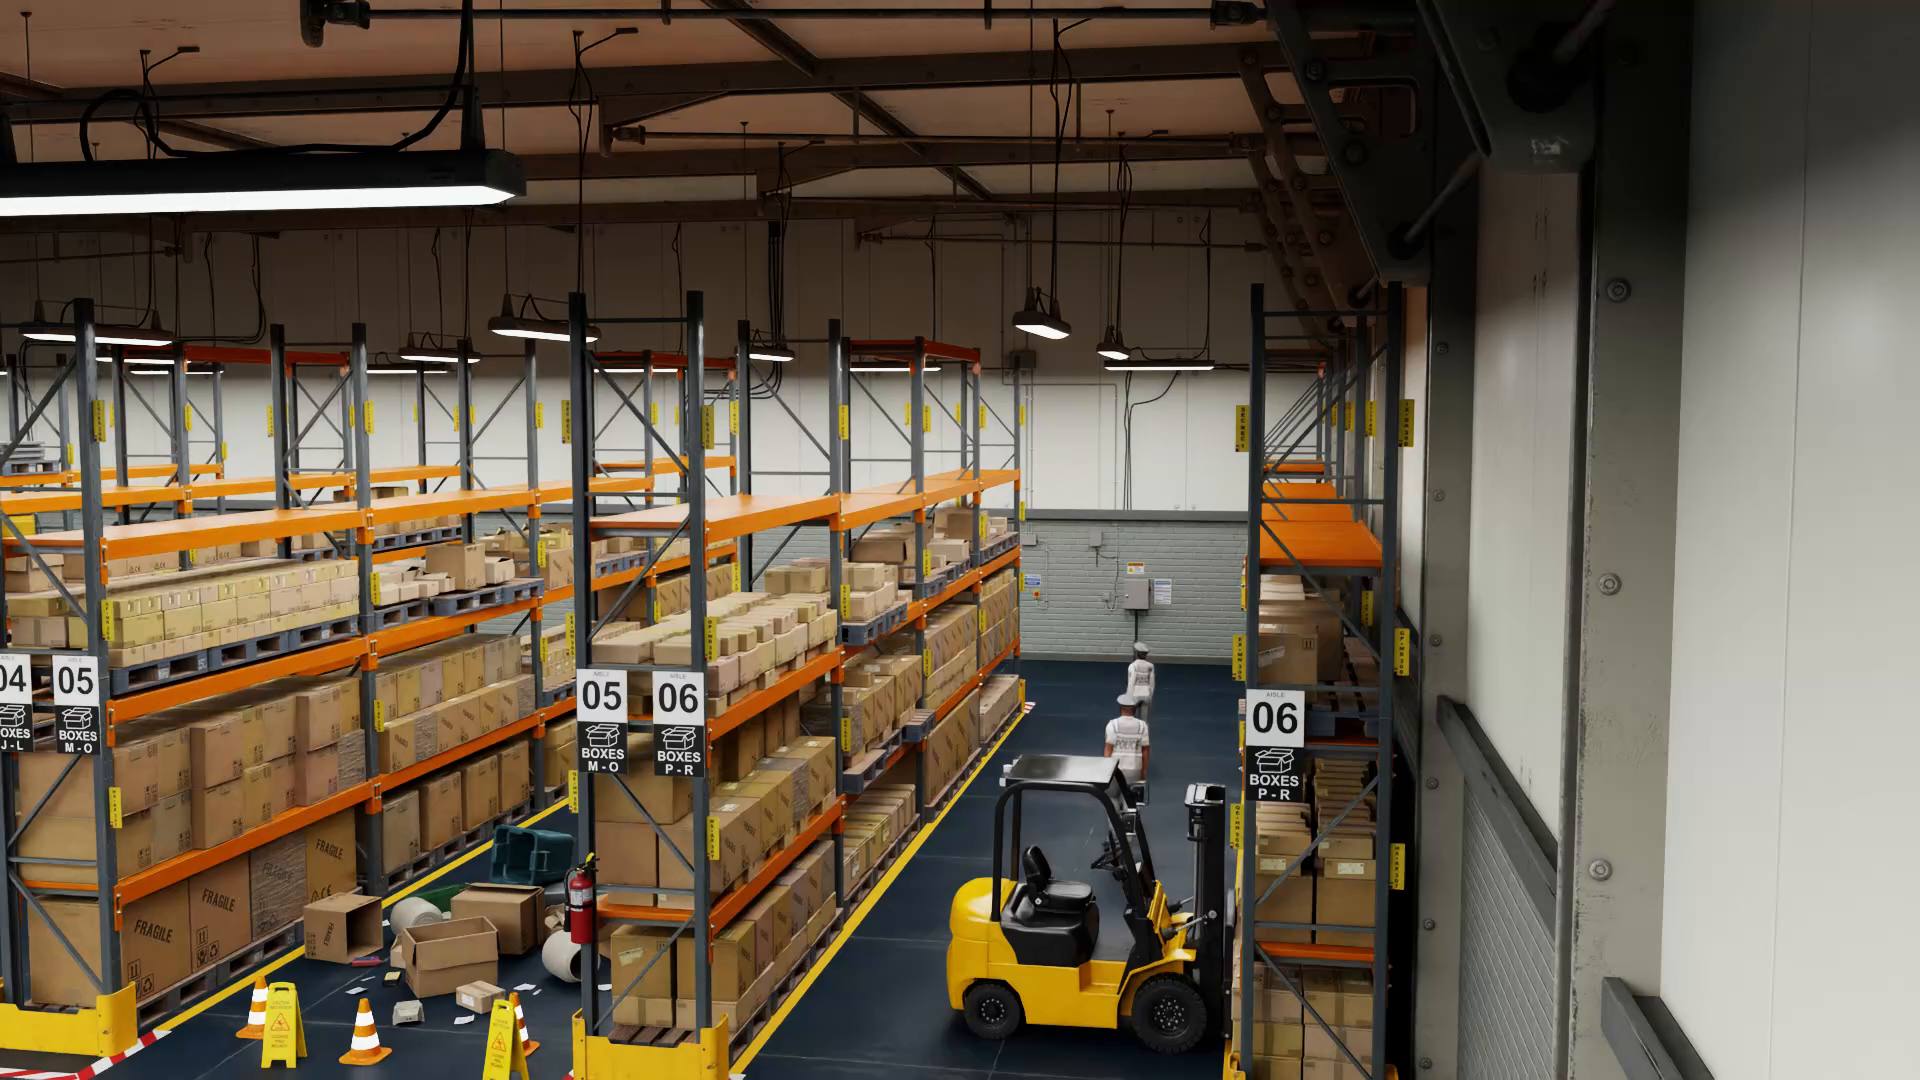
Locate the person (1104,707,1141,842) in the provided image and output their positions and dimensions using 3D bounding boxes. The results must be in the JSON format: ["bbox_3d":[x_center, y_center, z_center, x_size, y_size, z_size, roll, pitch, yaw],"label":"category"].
[{"bbox_3d":[1.912,2.728,19.549,0.440,1.536,0.517,0,5,3],"label":"person"}]

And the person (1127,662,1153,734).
[{"bbox_3d":[-14.569,0.489,20.266,35.828,5.902,21.351,-1,5,-12],"label":"person"}]
